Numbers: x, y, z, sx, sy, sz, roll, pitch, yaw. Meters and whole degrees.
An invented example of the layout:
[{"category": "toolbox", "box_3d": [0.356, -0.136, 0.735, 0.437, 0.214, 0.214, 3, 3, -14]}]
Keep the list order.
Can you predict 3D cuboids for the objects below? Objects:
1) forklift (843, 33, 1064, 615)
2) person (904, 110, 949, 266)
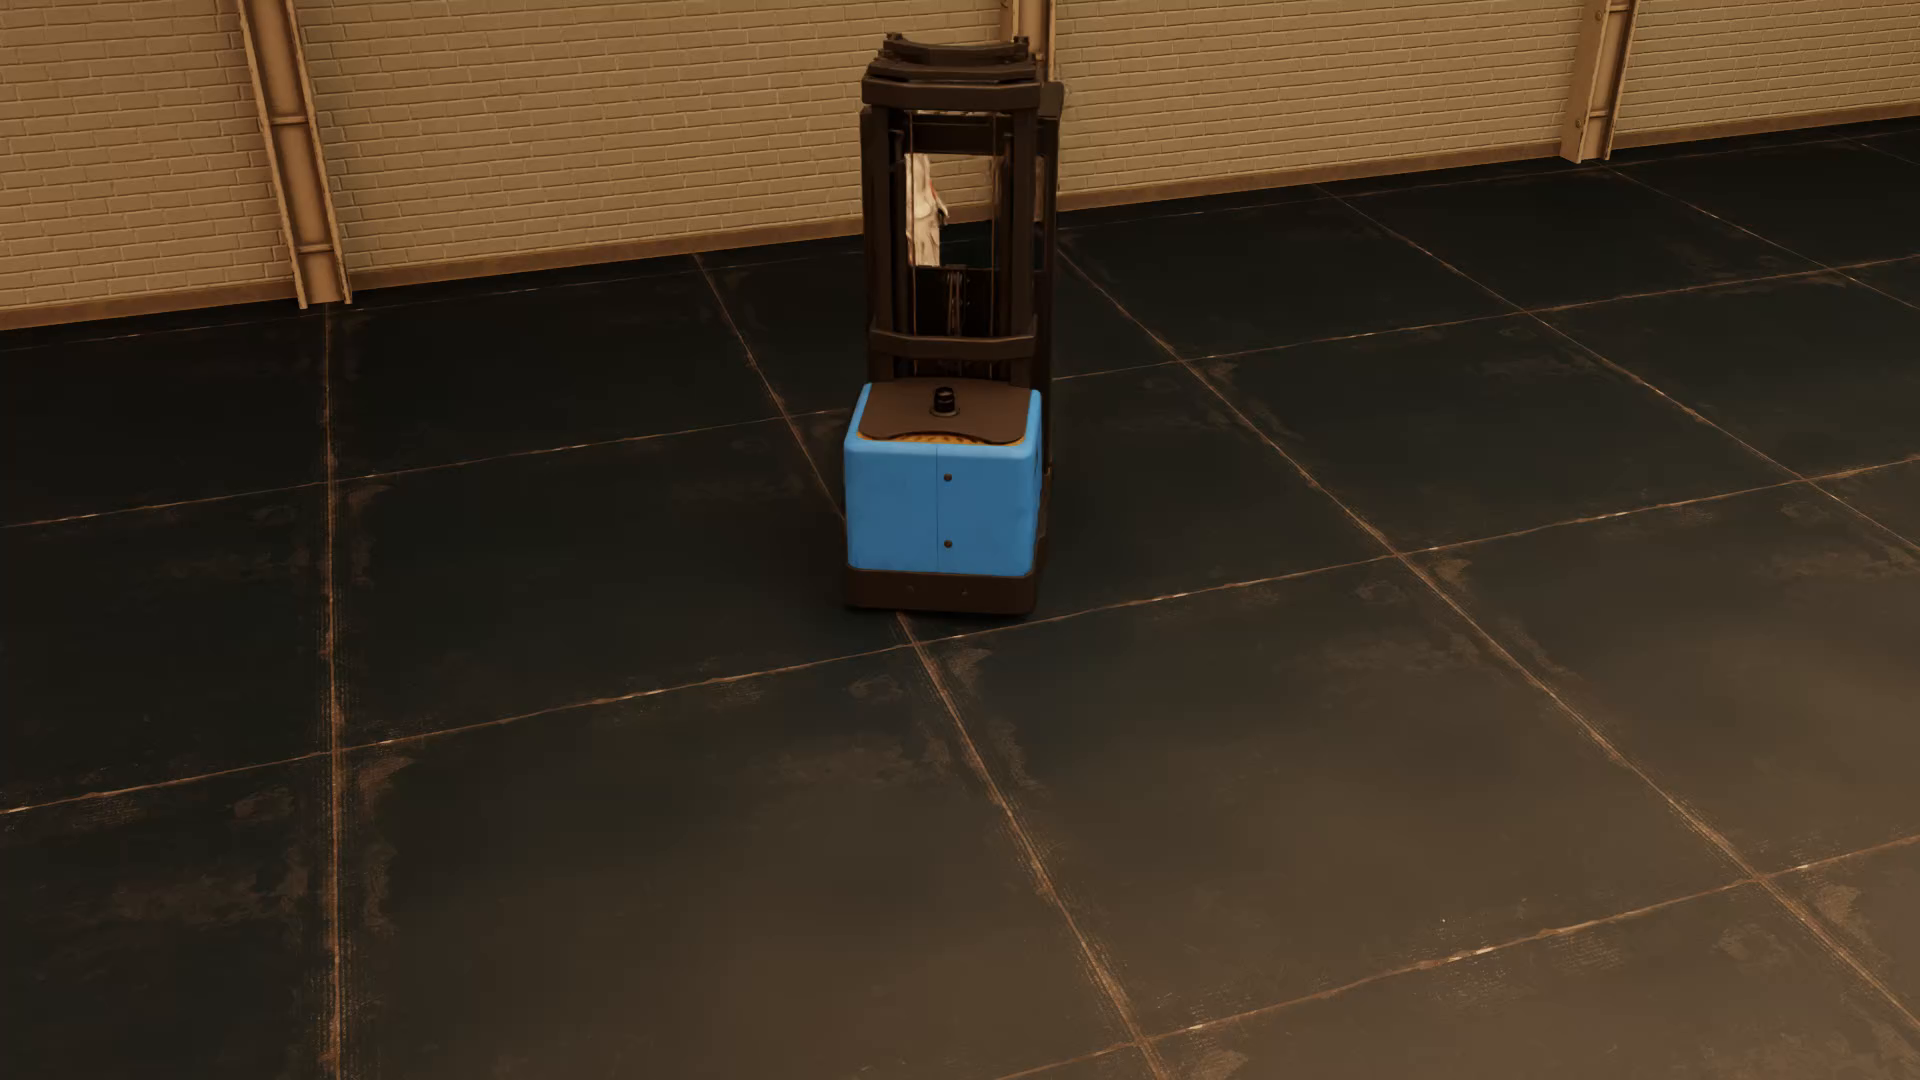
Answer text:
[{"category": "forklift", "box_3d": [0.019, -1.566, 9.809, 1.130, 2.935, 3.031, 3, 30, 5]}, {"category": "person", "box_3d": [-0.240, -2.381, 12.407, 0.635, 1.770, 0.685, 12, 32, 20]}]
